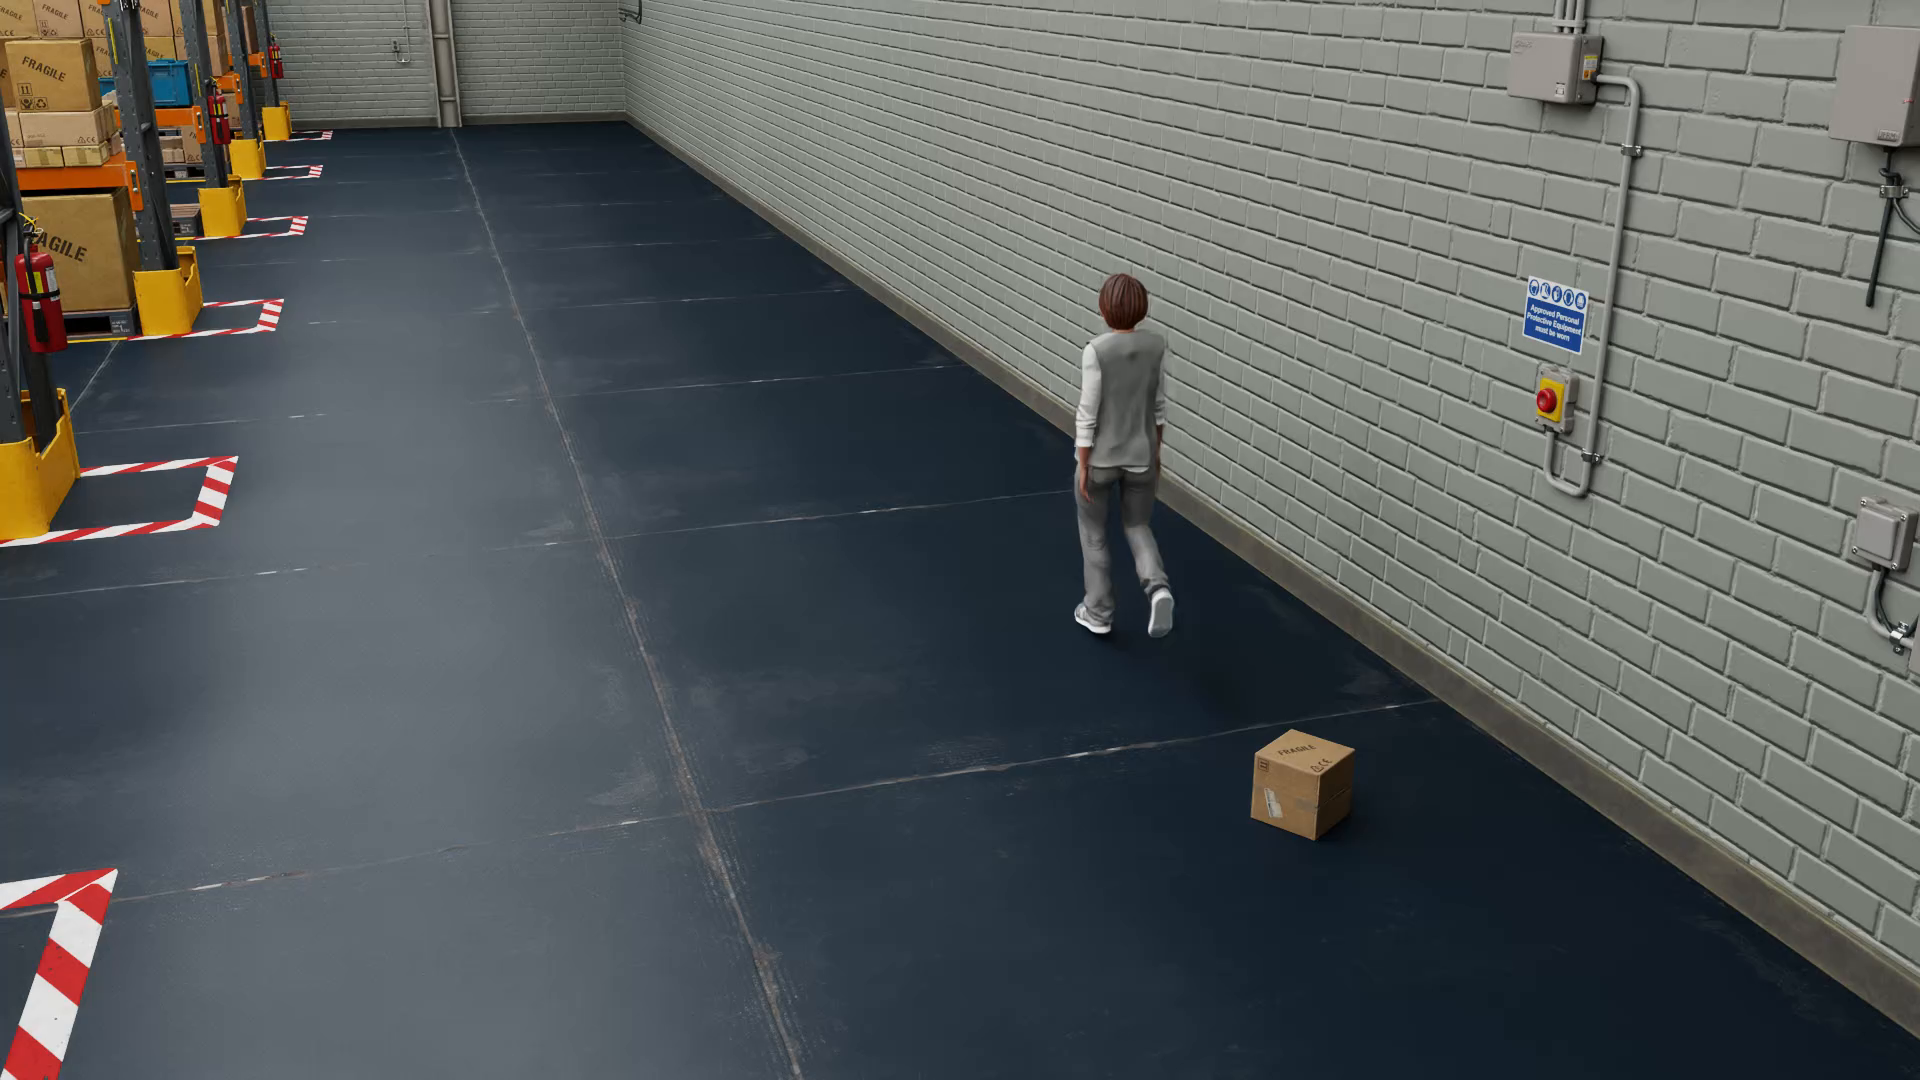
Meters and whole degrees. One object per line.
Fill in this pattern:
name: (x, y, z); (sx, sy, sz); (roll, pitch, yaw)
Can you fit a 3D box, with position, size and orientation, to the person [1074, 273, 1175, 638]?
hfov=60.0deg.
person: (0.679, -0.315, 6.914); (0.424, 1.582, 0.640); (-6, 20, -15)
